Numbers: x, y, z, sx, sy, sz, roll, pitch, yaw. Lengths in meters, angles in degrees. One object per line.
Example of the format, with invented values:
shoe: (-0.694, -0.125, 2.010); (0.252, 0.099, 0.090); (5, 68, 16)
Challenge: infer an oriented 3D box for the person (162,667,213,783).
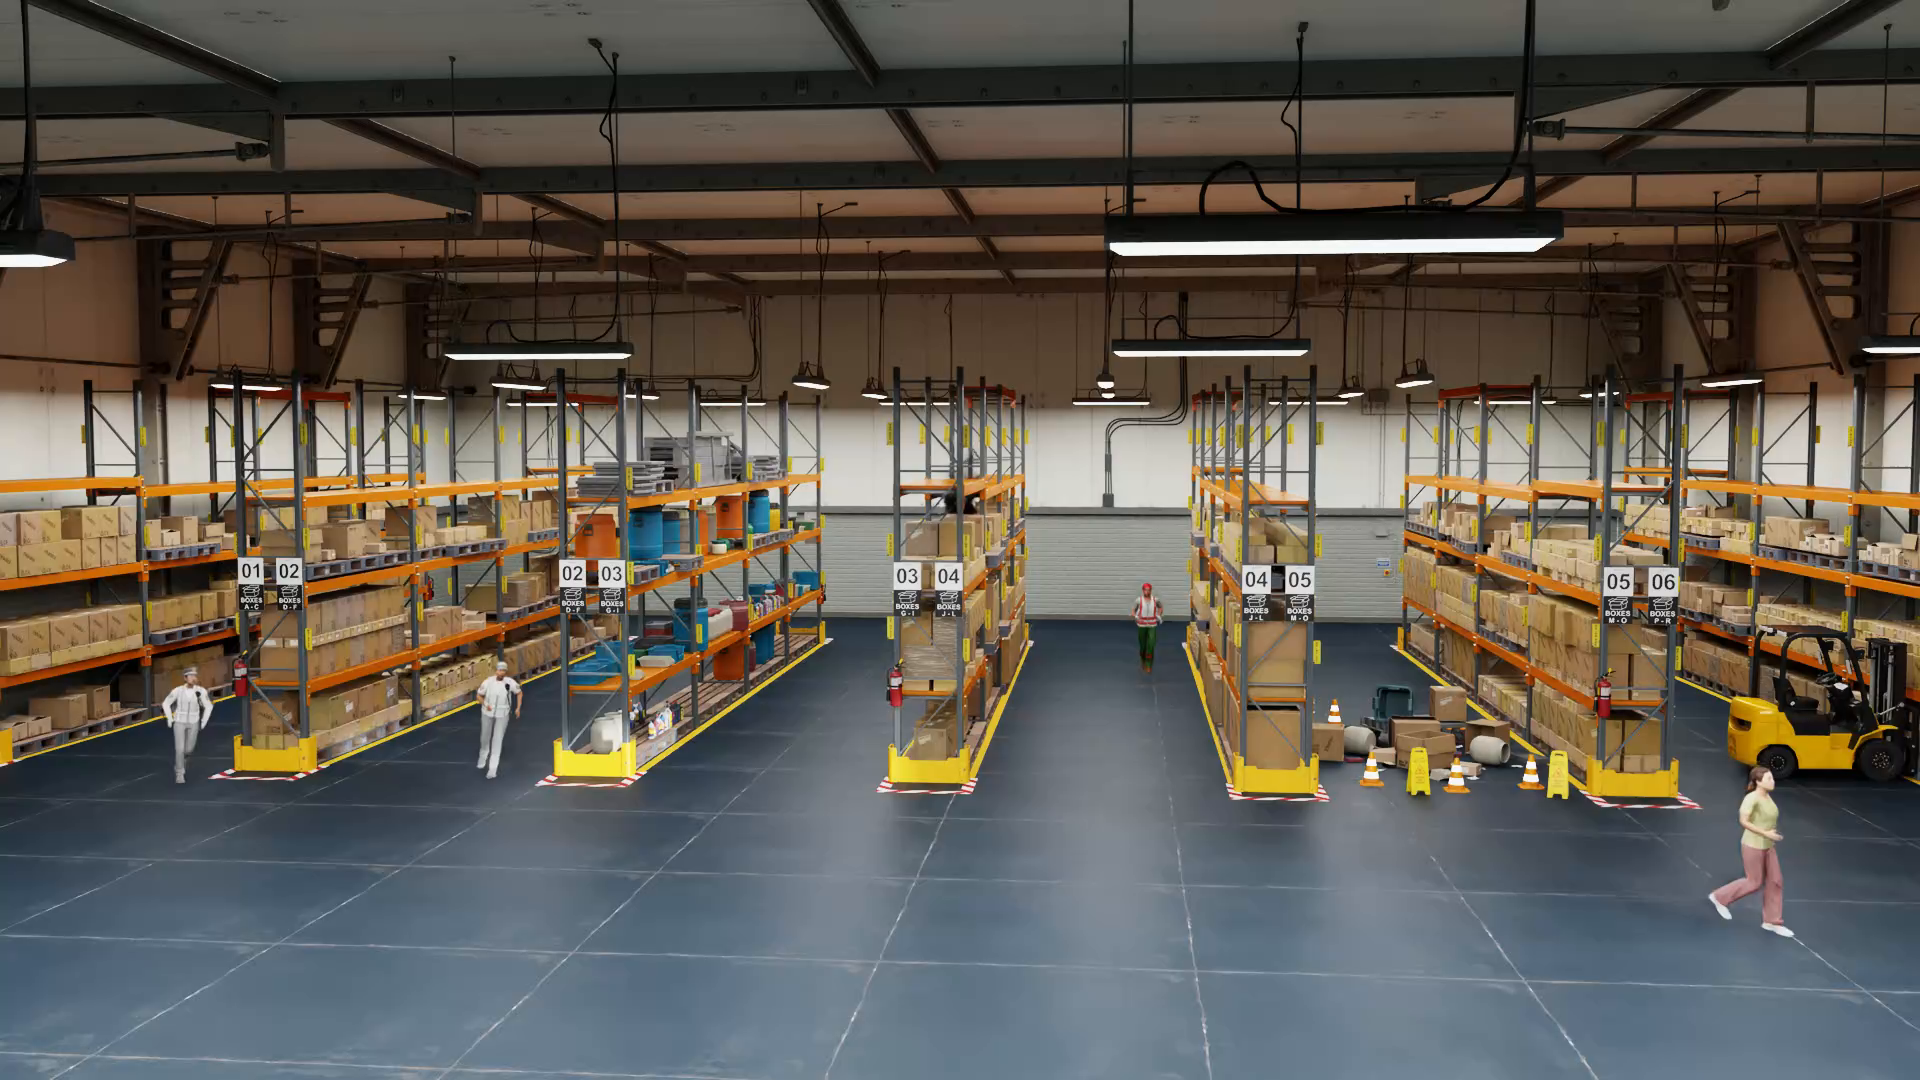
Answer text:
person: (-11.294, 2.680, 24.322); (0.672, 1.659, 0.568); (-2, 4, -30)

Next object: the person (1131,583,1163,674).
person: (3.759, 1.758, 33.446); (0.636, 1.797, 0.885); (0, 4, 3)

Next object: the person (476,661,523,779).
person: (-6.876, 2.638, 24.759); (0.696, 1.676, 0.859); (-1, 4, -10)

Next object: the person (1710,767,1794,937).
person: (8.074, 3.123, 16.892); (0.599, 1.676, 0.818); (-3, 5, -41)
